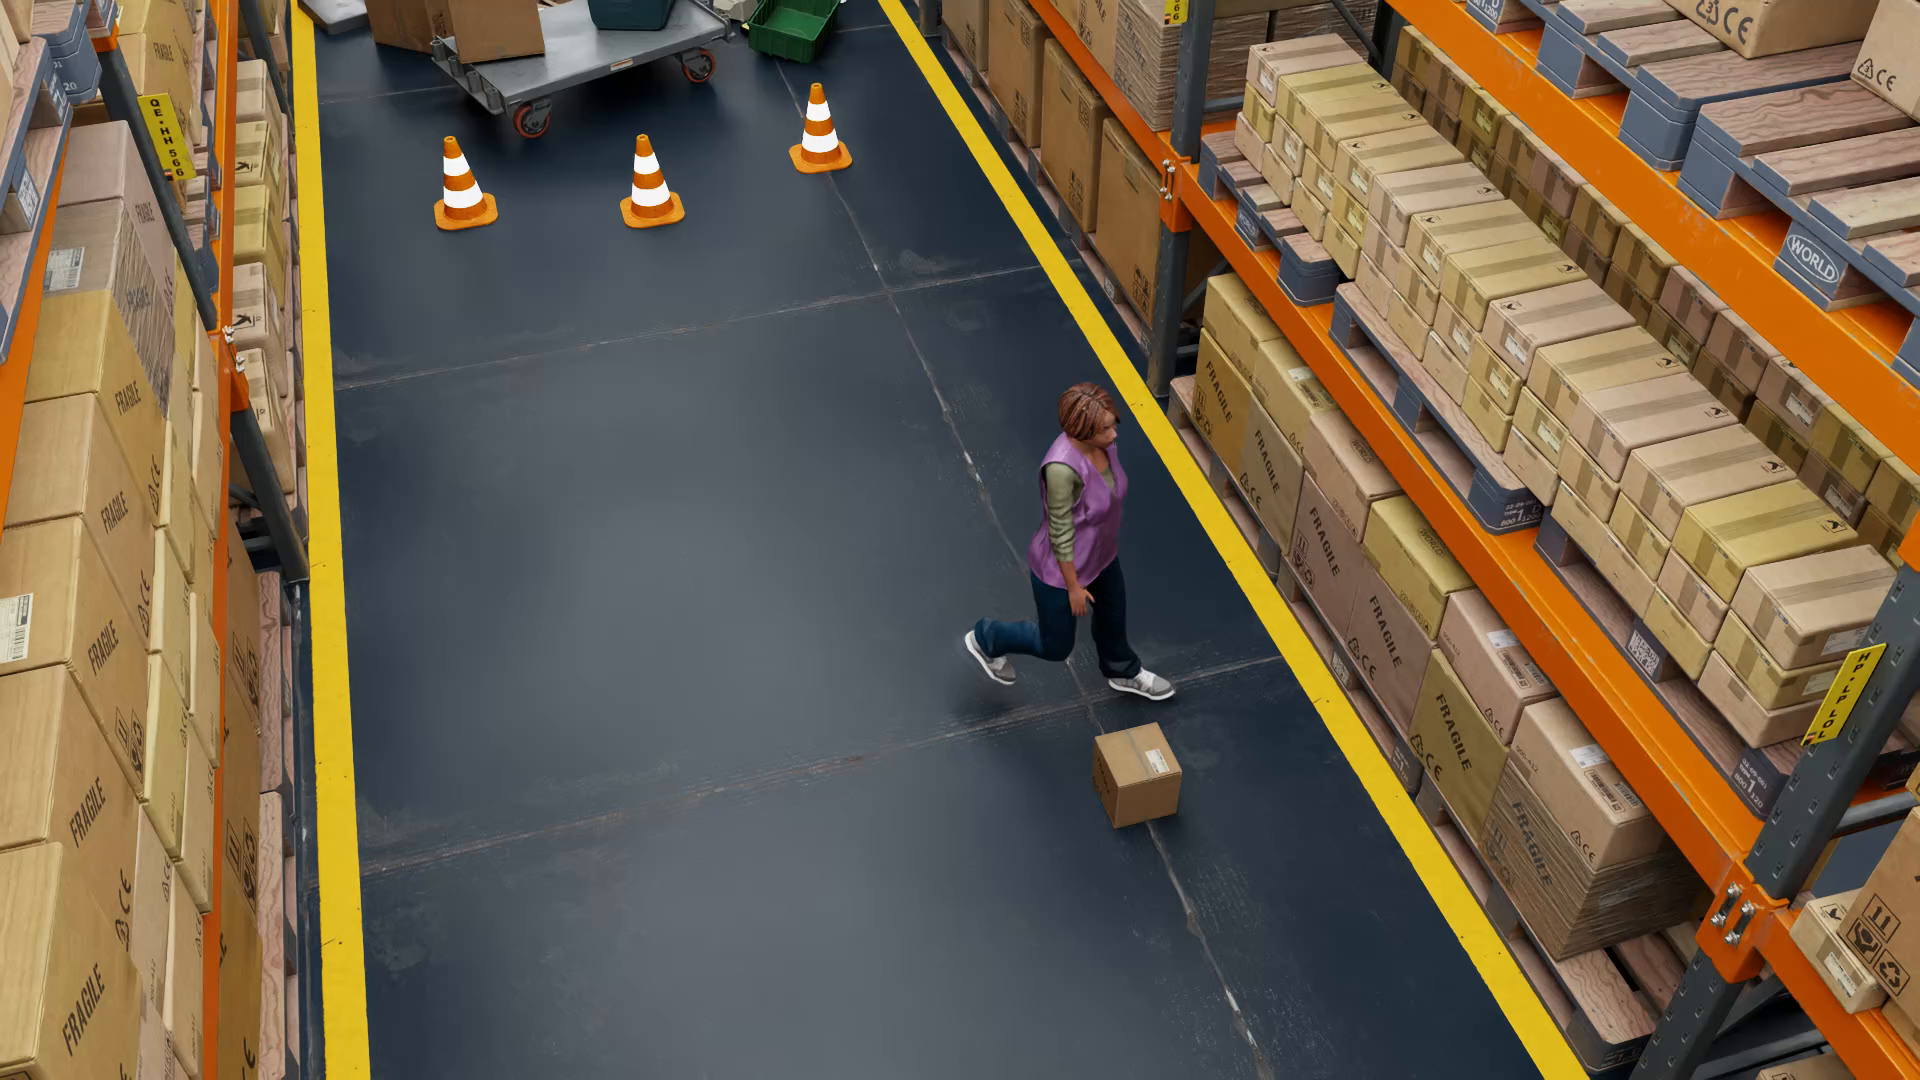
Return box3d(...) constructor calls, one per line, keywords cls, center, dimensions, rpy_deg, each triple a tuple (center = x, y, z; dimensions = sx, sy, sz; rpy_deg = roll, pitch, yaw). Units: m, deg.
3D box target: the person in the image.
box3d(cls="person", center=(0.422, 0.026, 6.129), dimensions=(0.739, 1.573, 0.510), rpy_deg=(27, 49, 26))
